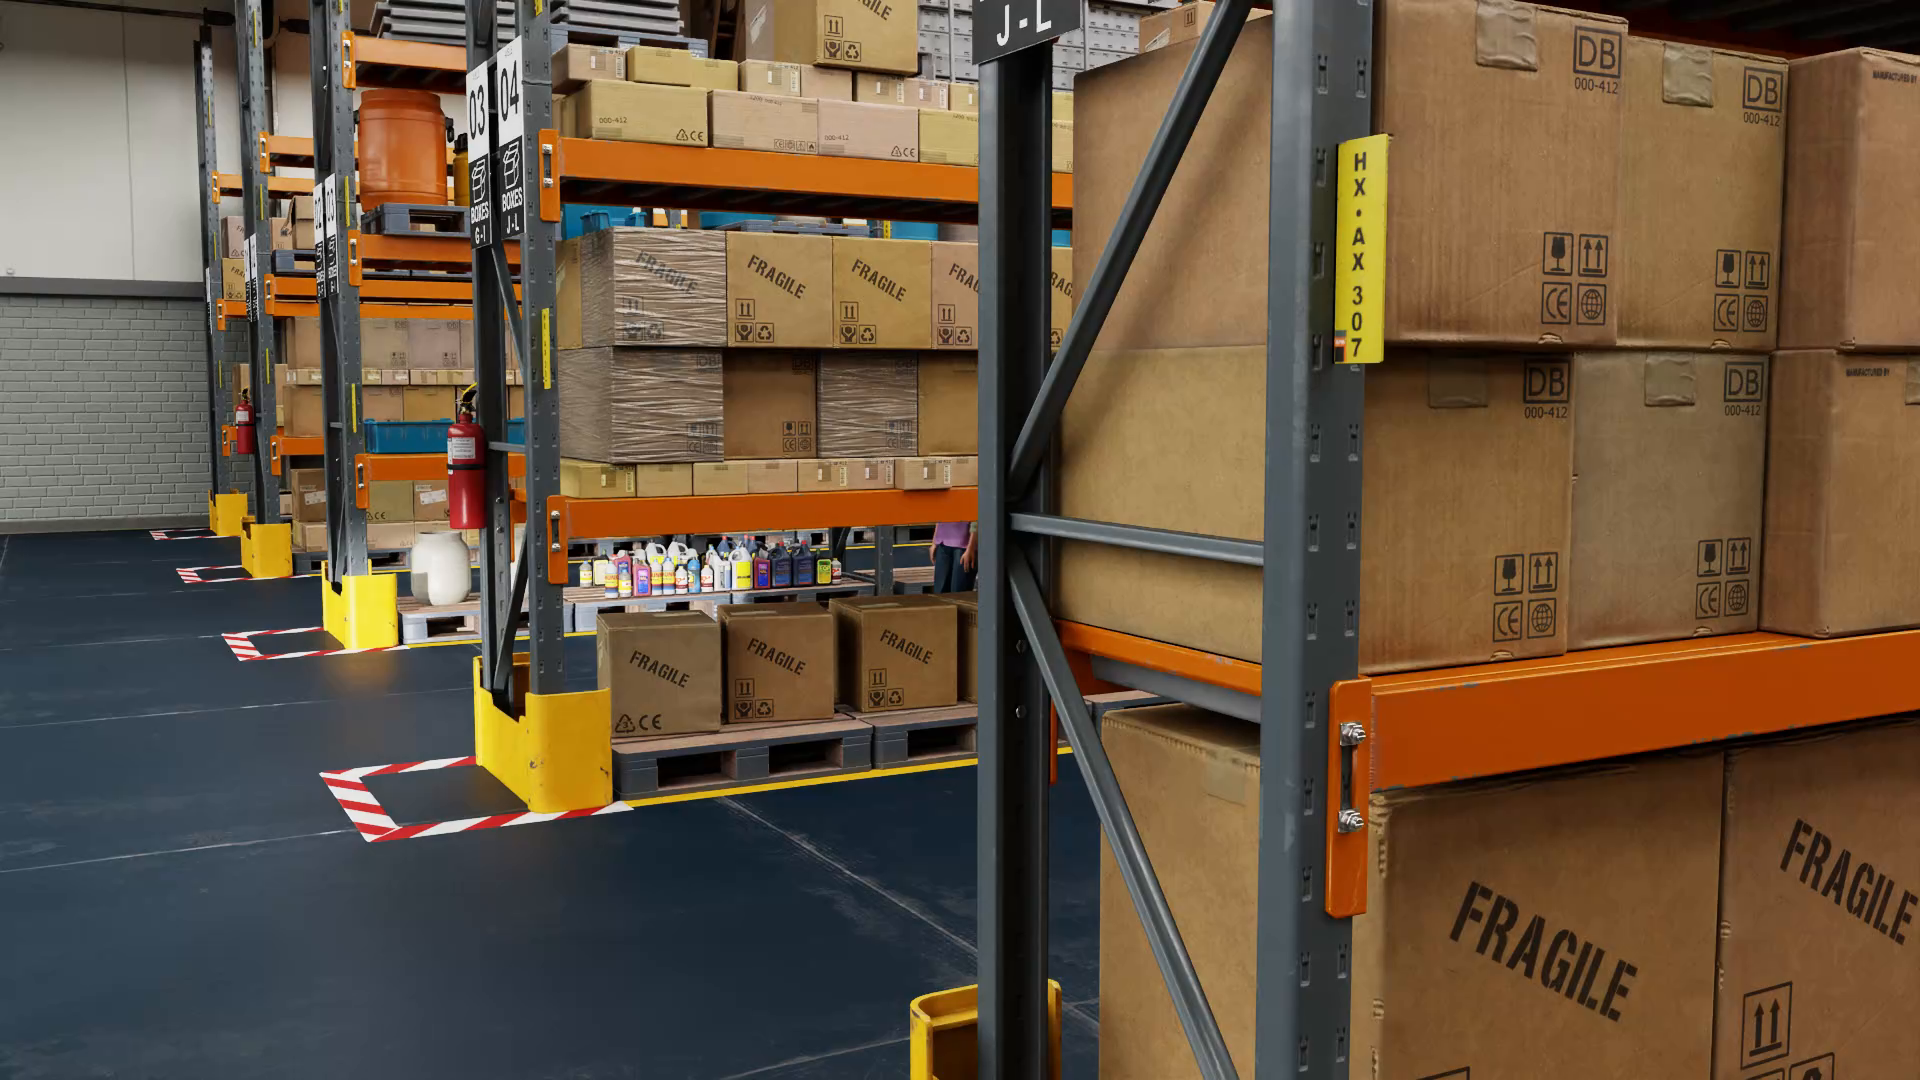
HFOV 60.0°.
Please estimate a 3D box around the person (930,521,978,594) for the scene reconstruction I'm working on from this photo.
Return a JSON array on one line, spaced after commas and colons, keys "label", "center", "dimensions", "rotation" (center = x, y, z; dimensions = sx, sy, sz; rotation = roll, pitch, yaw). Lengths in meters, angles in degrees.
[{"label": "person", "center": [-0.024, 0.063, 10.028], "dimensions": [0.350, 1.593, 0.470], "rotation": [-3, 6, -29]}]
